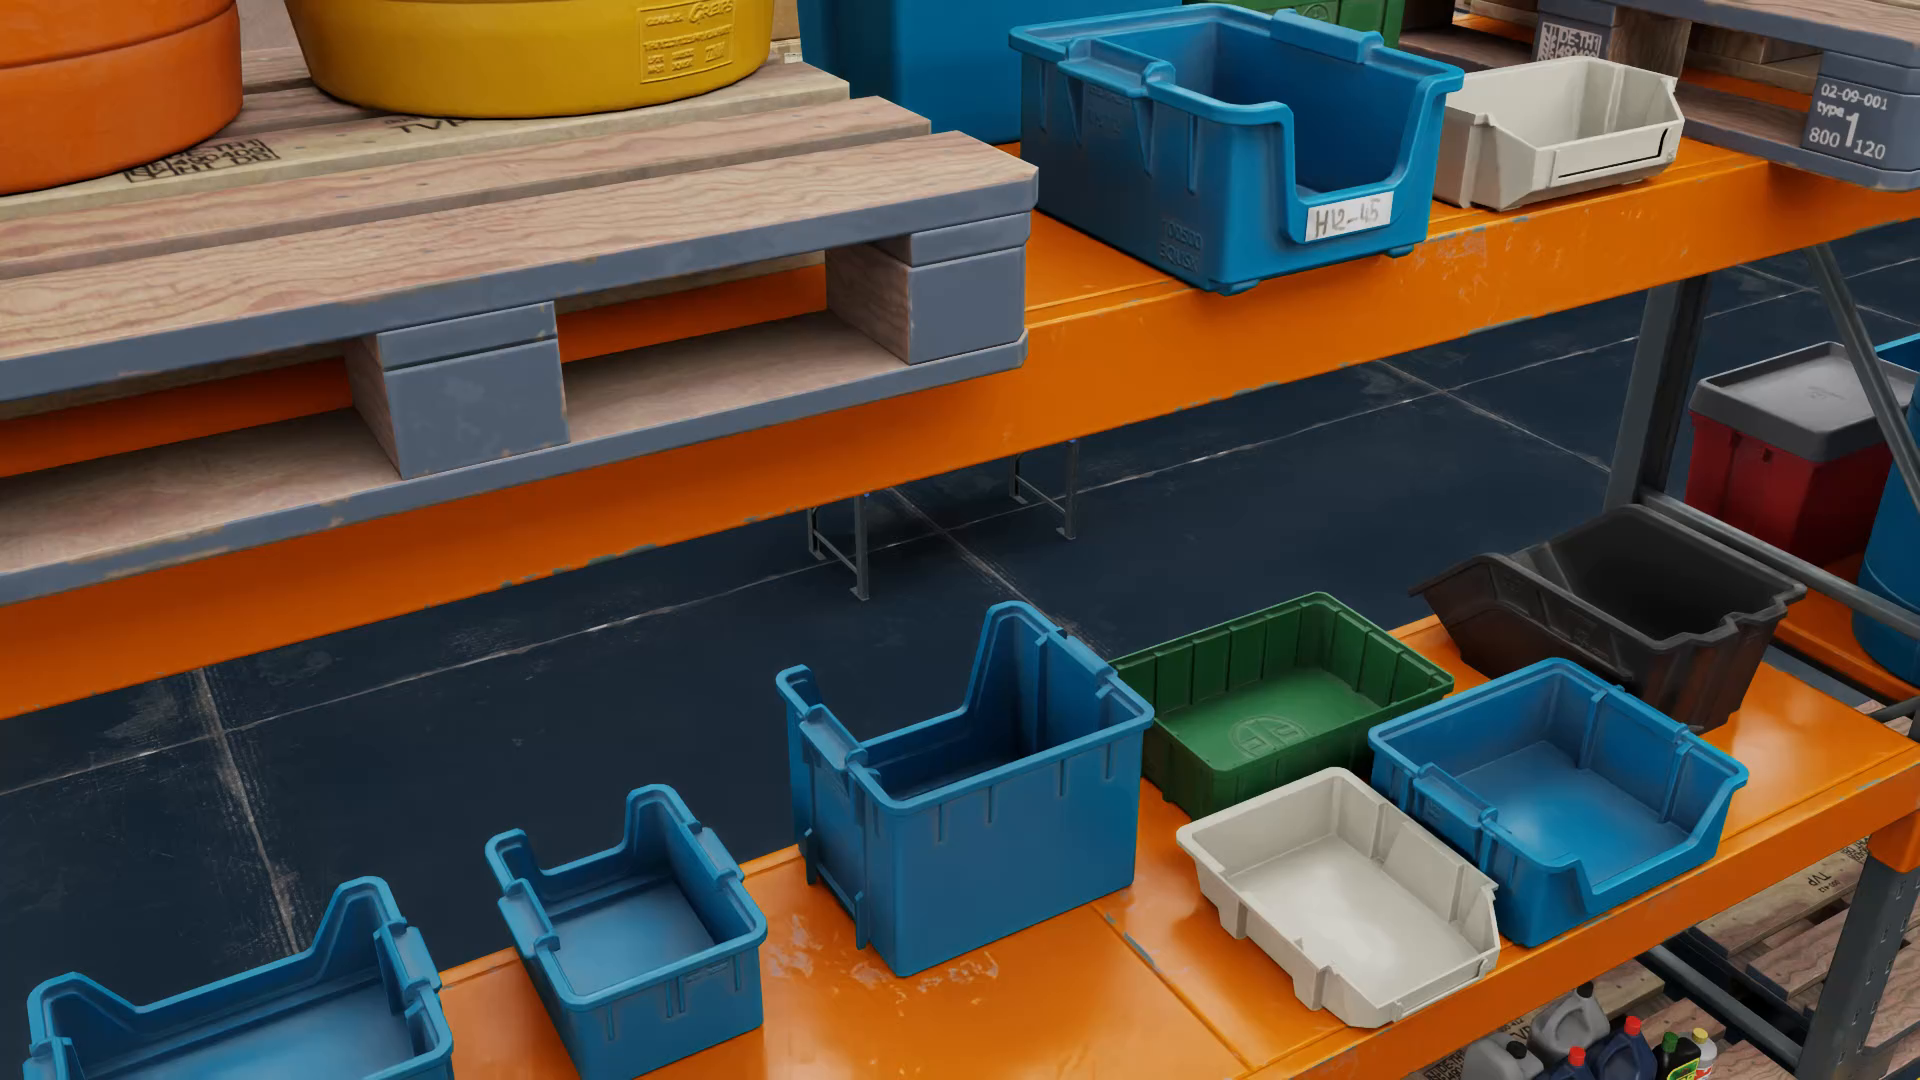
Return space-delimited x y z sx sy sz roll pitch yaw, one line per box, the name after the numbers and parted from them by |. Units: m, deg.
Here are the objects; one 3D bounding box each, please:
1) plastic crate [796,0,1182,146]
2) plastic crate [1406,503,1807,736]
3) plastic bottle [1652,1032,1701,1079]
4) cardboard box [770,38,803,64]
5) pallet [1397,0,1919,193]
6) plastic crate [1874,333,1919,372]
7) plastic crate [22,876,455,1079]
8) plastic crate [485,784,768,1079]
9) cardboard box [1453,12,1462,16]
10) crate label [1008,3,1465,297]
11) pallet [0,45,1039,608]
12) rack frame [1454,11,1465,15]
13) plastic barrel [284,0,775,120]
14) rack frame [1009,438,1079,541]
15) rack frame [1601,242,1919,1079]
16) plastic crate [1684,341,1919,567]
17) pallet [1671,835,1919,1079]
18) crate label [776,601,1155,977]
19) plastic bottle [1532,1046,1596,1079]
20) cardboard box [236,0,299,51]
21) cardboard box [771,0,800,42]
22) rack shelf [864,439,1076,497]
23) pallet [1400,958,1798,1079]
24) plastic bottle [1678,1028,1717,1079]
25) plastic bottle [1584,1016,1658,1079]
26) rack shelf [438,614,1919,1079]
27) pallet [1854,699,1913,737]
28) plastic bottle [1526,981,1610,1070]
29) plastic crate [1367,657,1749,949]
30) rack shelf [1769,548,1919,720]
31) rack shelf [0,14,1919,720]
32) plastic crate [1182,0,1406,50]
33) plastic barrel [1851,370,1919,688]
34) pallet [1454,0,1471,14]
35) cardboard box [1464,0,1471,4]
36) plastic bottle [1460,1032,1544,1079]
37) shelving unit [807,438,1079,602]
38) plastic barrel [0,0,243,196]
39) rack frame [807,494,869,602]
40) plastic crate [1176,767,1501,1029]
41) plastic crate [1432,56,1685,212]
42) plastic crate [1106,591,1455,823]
0.045 -0.852 2.602 0.575 0.384 0.392 -16 33 -26 | plastic crate
1.487 0.169 3.903 0.504 0.338 0.767 -16 33 -26 | plastic crate
1.755 1.319 4.112 0.133 0.283 0.061 -14 32 -24 | plastic bottle
-0.844 -2.110 7.193 0.250 0.149 0.380 -17 33 -27 | cardboard box
1.430 -0.946 2.951 1.003 0.211 1.213 -16 33 -26 | pallet
2.796 -0.325 4.752 0.575 0.384 0.392 -16 33 -26 | plastic crate
-1.166 0.864 2.733 0.616 0.251 0.499 -16 33 -26 | plastic crate
-0.603 0.708 3.017 0.408 0.251 0.499 -16 33 -26 | plastic crate
2.609 -2.867 9.432 0.500 0.311 0.500 -14 32 -23 | cardboard box
0.335 -0.522 2.142 0.408 0.251 0.502 -16 33 -26 | crate label
-0.683 -0.346 1.864 1.213 0.211 1.003 -16 33 -26 | pallet
2.945 -2.976 9.539 0.127 3.000 1.000 -16 33 -26 | rack frame
-0.528 -0.865 1.980 0.600 0.588 0.600 0 29 0 | plastic barrel
0.365 -0.760 7.075 0.032 1.500 0.500 -16 33 -26 | rack frame
2.003 0.067 4.024 0.127 3.000 1.000 -16 33 -26 | rack frame
2.265 -0.207 4.454 0.583 0.464 0.402 -16 33 -26 | plastic crate
2.660 1.080 5.075 1.213 0.211 1.003 -16 33 -26 | pallet
0.004 0.468 3.262 0.616 0.435 0.502 -16 33 -26 | crate label
1.428 1.359 3.969 0.185 0.351 0.144 -18 33 -29 | plastic bottle
-2.613 -2.007 6.335 0.500 0.500 0.700 -16 33 -26 | cardboard box
-0.883 -2.498 7.225 0.500 0.500 0.700 -16 33 -26 | cardboard box
-0.074 -0.478 6.937 1.000 0.185 0.538 -16 33 -26 | rack shelf
1.402 1.435 4.431 1.213 0.211 1.003 -16 33 -26 | pallet
1.848 1.318 4.198 0.097 0.201 0.097 0 29 0 | plastic bottle
1.593 1.312 4.054 0.185 0.351 0.144 -17 33 -28 | plastic bottle
0.278 0.872 3.311 4.000 0.370 1.077 -16 33 -26 | rack shelf
3.713 0.779 5.620 1.213 0.211 1.003 -16 33 -26 | pallet
1.520 1.252 4.163 0.185 0.351 0.144 -16 33 -26 | plastic bottle
1.186 0.516 3.364 0.616 0.251 0.499 -16 33 -26 | plastic crate
3.727 -0.107 5.085 4.000 0.370 1.077 -16 33 -26 | rack shelf
0.278 -0.442 2.586 4.000 0.370 1.077 -16 33 -26 | rack shelf
0.504 -0.881 2.856 0.450 0.188 0.336 -16 33 -26 | plastic crate
2.489 -0.121 3.845 0.708 0.901 0.600 -16 33 -26 | plastic barrel
3.494 -3.088 9.939 1.003 0.211 1.213 -16 33 -26 | pallet
3.431 -3.405 9.778 0.700 0.500 0.500 22 36 34 | cardboard box
1.331 1.336 4.088 0.135 0.276 0.152 -16 33 -26 | plastic bottle
-0.074 -0.636 6.850 1.048 1.500 0.538 -16 33 -26 | shelving unit
-1.091 -0.811 1.631 0.708 0.830 0.600 -16 33 -26 | plastic barrel
-0.512 -0.511 6.624 0.032 1.500 0.500 -16 33 -26 | rack frame
0.731 0.686 3.176 0.437 0.136 0.530 -16 33 -26 | plastic crate
0.824 -0.569 2.346 0.396 0.136 0.243 -16 33 -26 | plastic crate
0.689 0.375 3.686 0.662 0.188 0.450 -16 33 -26 | plastic crate
